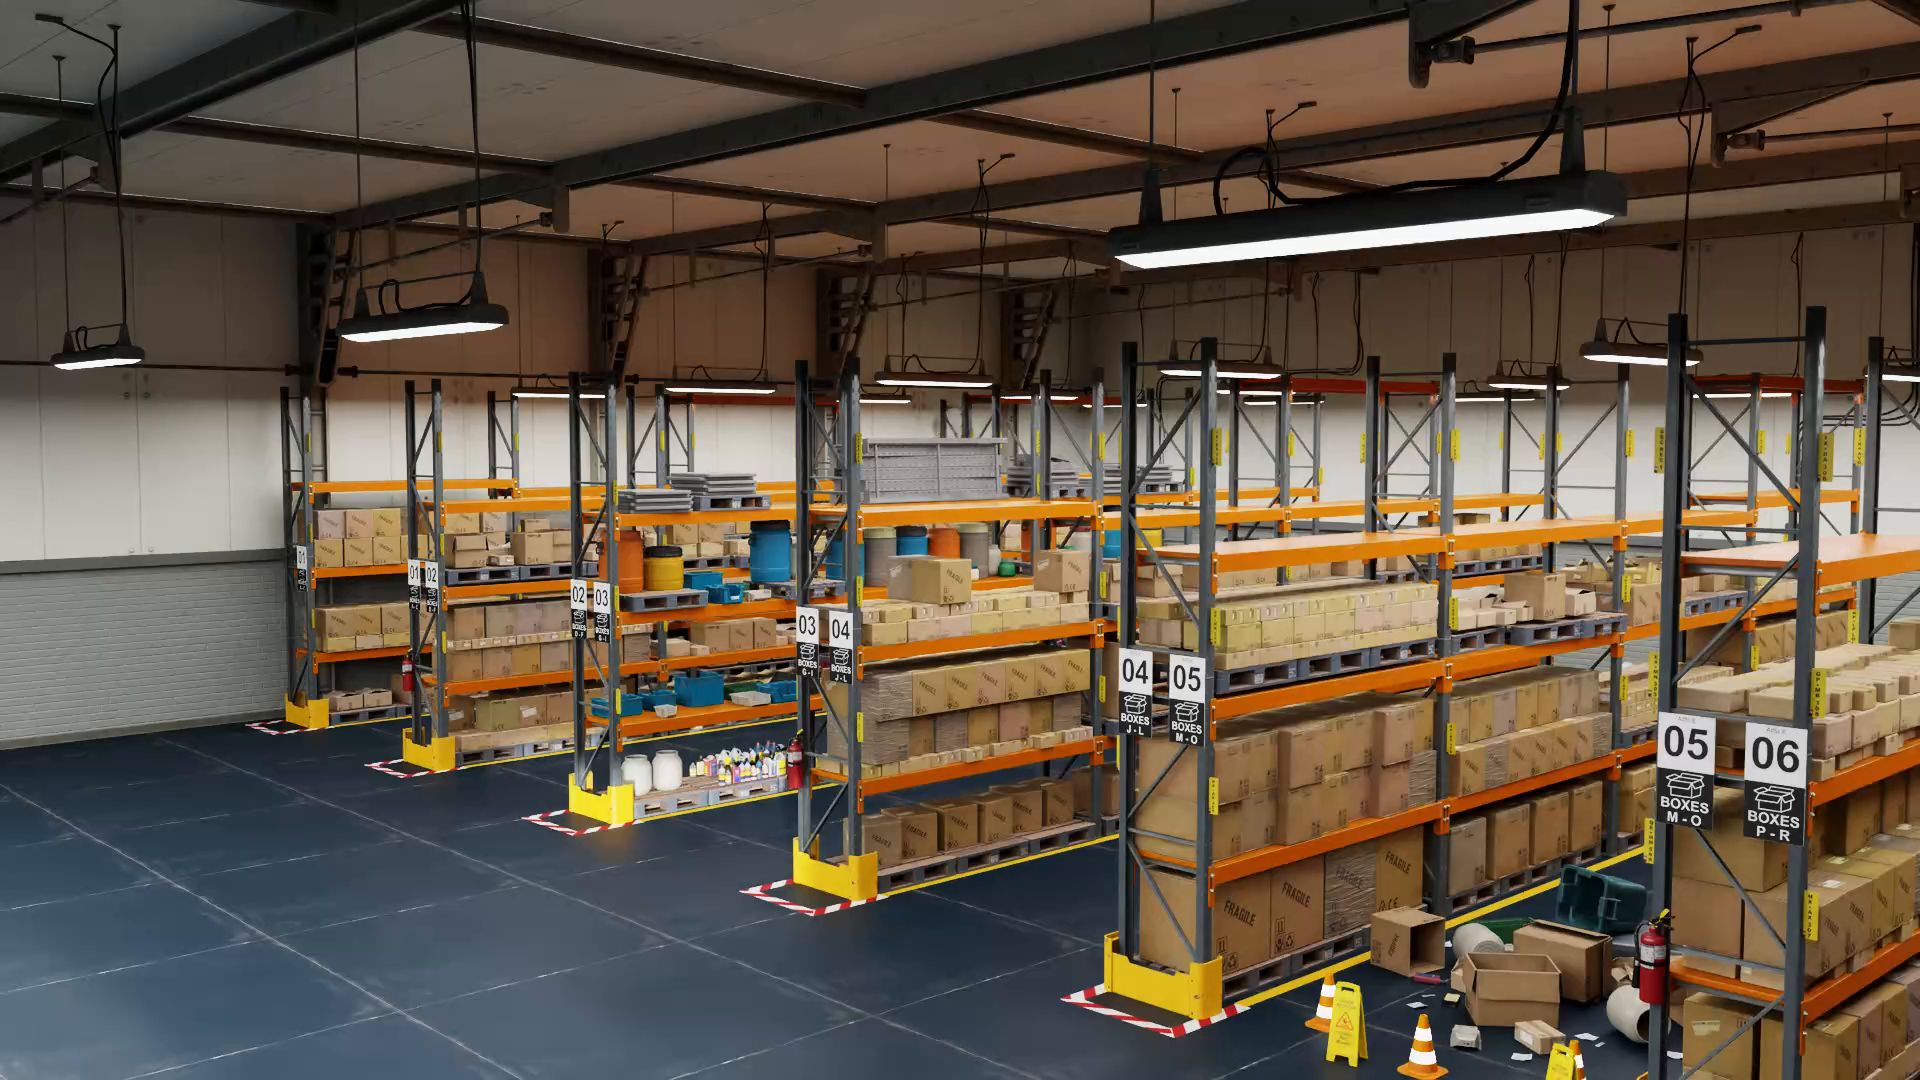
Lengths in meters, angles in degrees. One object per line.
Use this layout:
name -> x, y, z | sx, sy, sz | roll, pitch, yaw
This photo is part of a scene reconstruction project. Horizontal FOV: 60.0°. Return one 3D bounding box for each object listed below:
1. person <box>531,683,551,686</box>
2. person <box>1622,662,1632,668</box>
person -> -7.384, 2.482, 29.331 | 0.603, 1.617, 0.551 | 3, 5, 38
person -> 10.504, 2.702, 25.799 | 0.999, 1.694, 0.704 | -3, 5, -41
